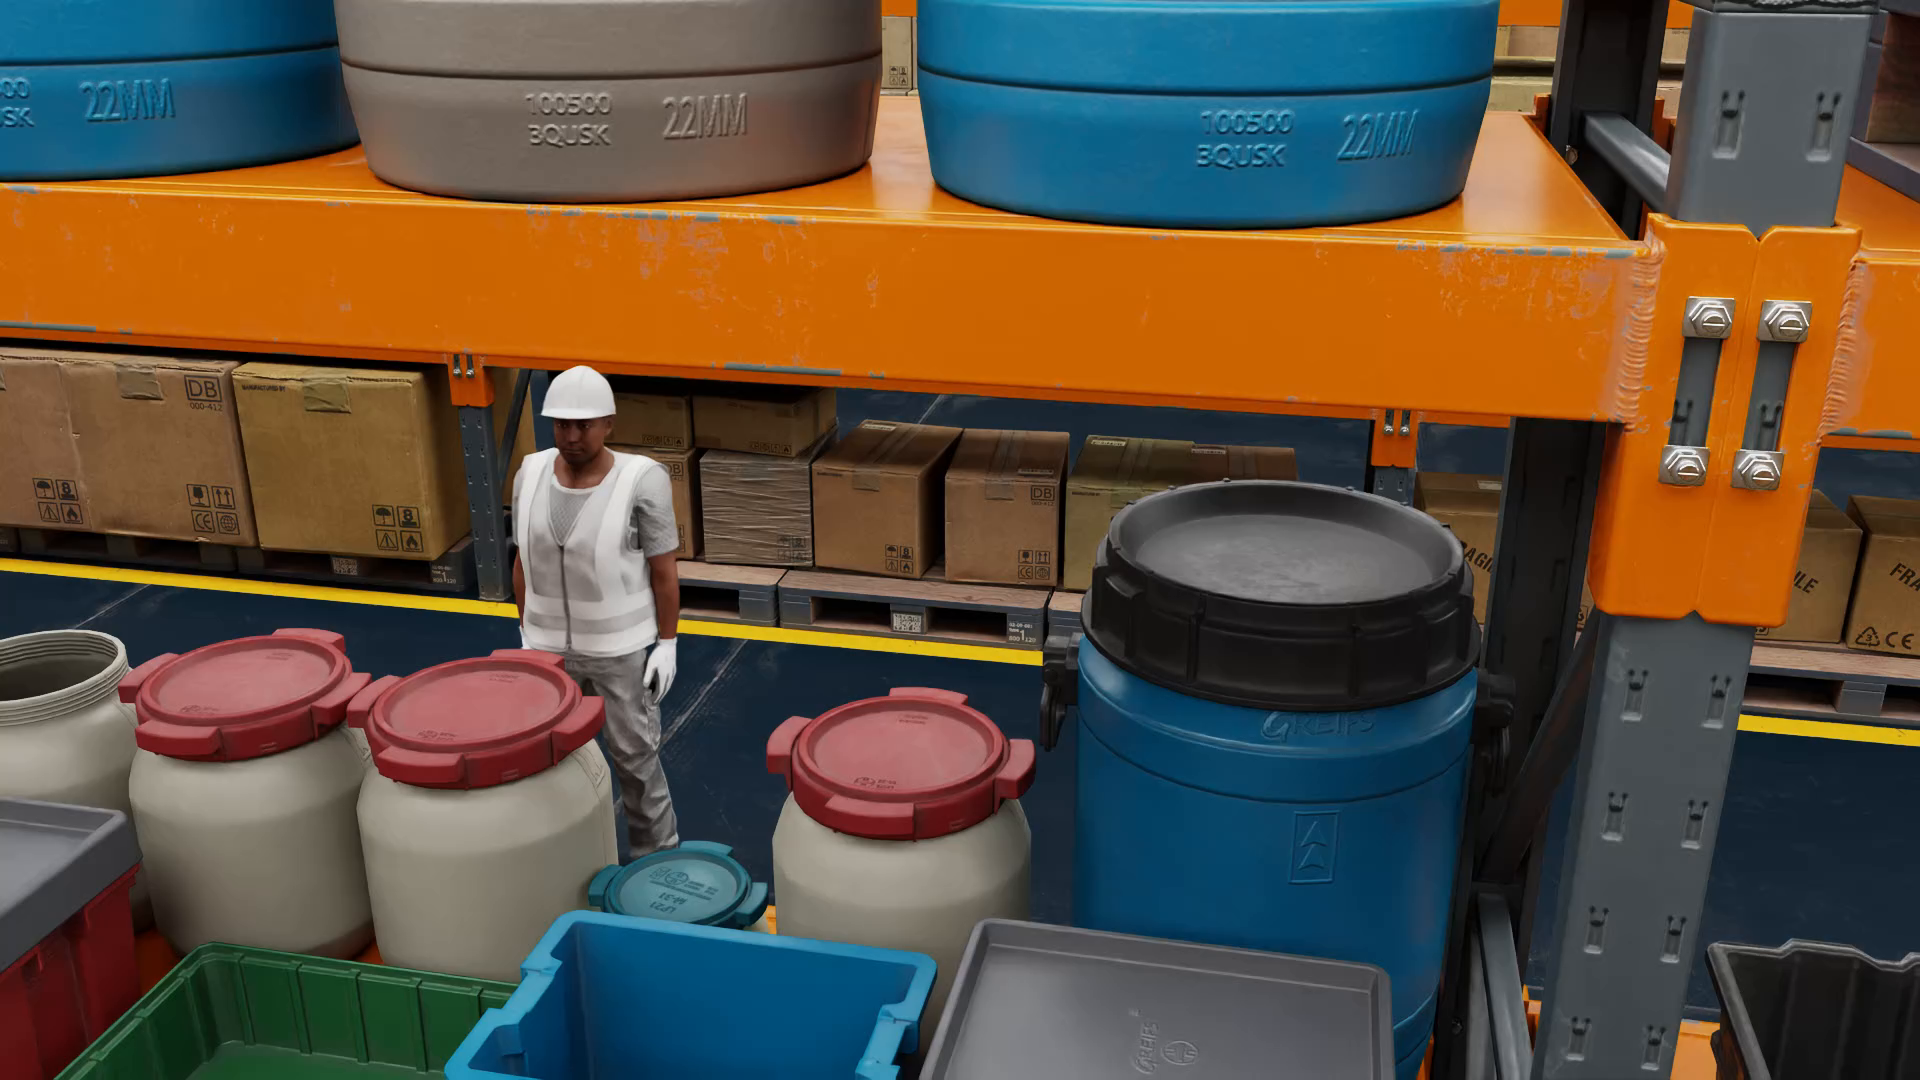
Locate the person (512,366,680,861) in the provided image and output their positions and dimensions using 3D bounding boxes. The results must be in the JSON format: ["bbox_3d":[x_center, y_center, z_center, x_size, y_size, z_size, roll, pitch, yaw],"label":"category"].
[{"bbox_3d":[-1.142,0.330,5.215,0.546,1.783,0.380,5,22,12],"label":"person"}]
